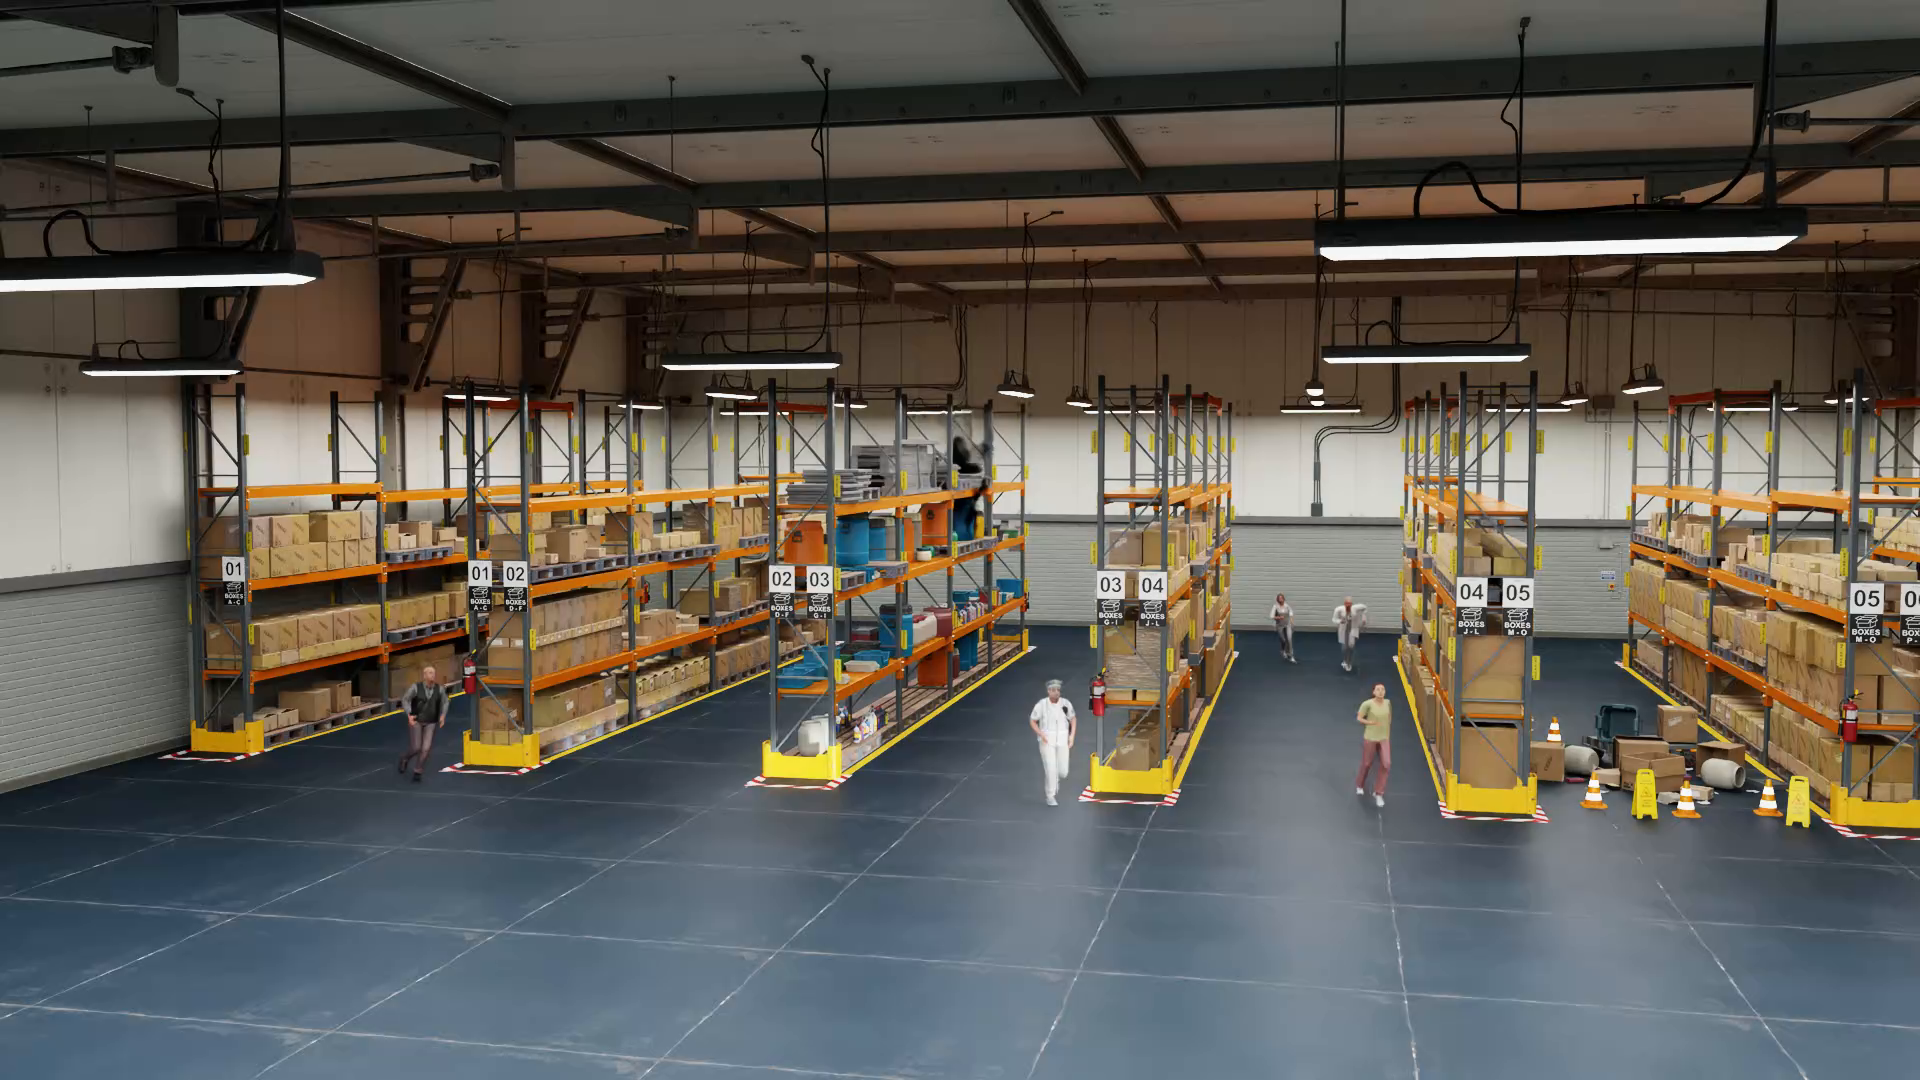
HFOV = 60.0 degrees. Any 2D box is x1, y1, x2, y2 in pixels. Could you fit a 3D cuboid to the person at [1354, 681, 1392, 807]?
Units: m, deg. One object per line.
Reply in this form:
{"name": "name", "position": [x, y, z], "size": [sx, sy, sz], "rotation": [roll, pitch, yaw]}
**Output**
{"name": "person", "position": [5.830, 2.829, 23.345], "size": [0.572, 1.714, 0.777], "rotation": [0, 3, -5]}

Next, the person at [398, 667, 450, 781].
{"name": "person", "position": [-8.054, 2.740, 25.039], "size": [0.725, 1.669, 0.588], "rotation": [-2, 4, -34]}

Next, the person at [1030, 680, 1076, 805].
{"name": "person", "position": [1.310, 2.803, 23.287], "size": [0.678, 1.742, 0.627], "rotation": [-1, 3, -12]}

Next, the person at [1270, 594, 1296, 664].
{"name": "person", "position": [7.422, 2.035, 38.381], "size": [0.570, 1.548, 0.862], "rotation": [0, 3, -2]}

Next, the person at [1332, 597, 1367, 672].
{"name": "person", "position": [8.631, 2.087, 36.846], "size": [0.748, 1.710, 1.068], "rotation": [1, 3, 14]}
